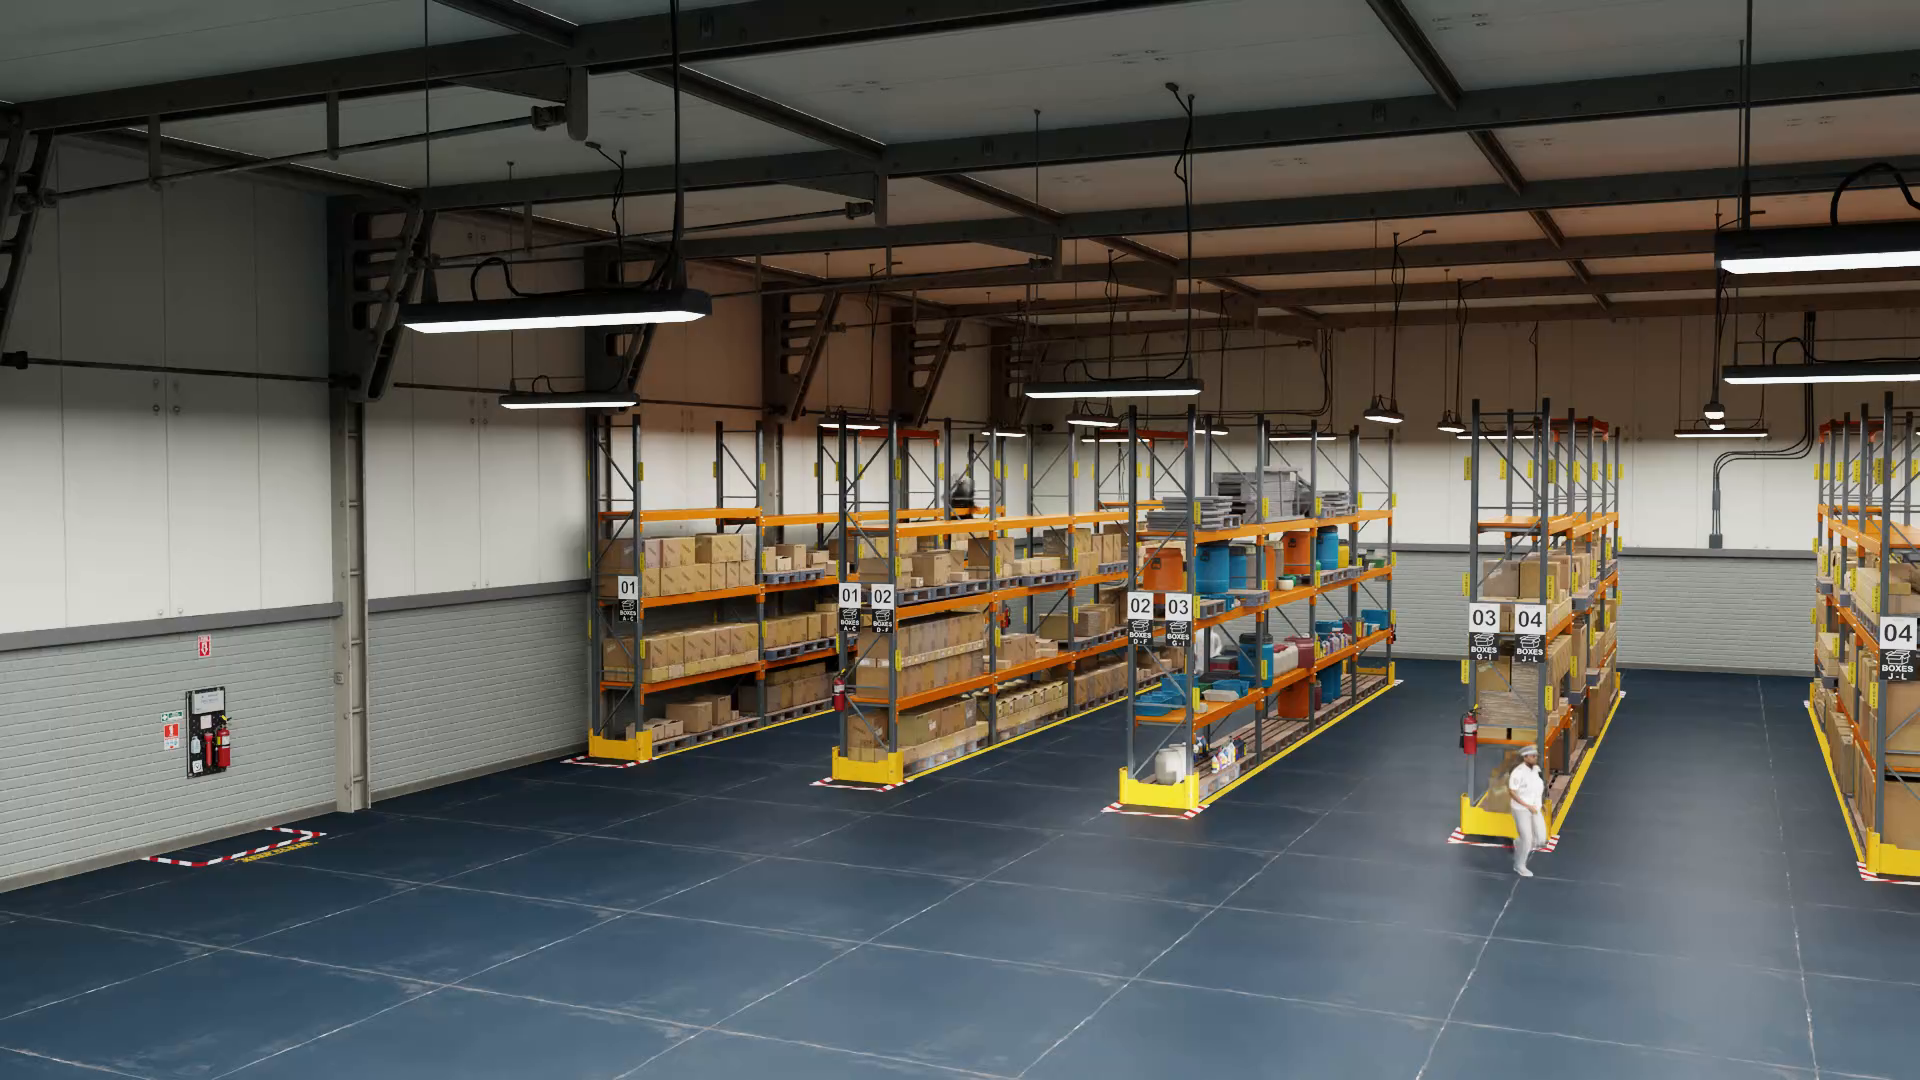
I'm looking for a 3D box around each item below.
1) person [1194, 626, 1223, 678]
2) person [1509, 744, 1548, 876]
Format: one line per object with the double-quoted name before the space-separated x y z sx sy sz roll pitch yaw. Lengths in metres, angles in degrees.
"person" 5.377 2.642 36.392 0.724 1.741 0.612 0 2 11
"person" 7.053 3.340 20.627 0.558 1.647 0.569 -1 3 -27
